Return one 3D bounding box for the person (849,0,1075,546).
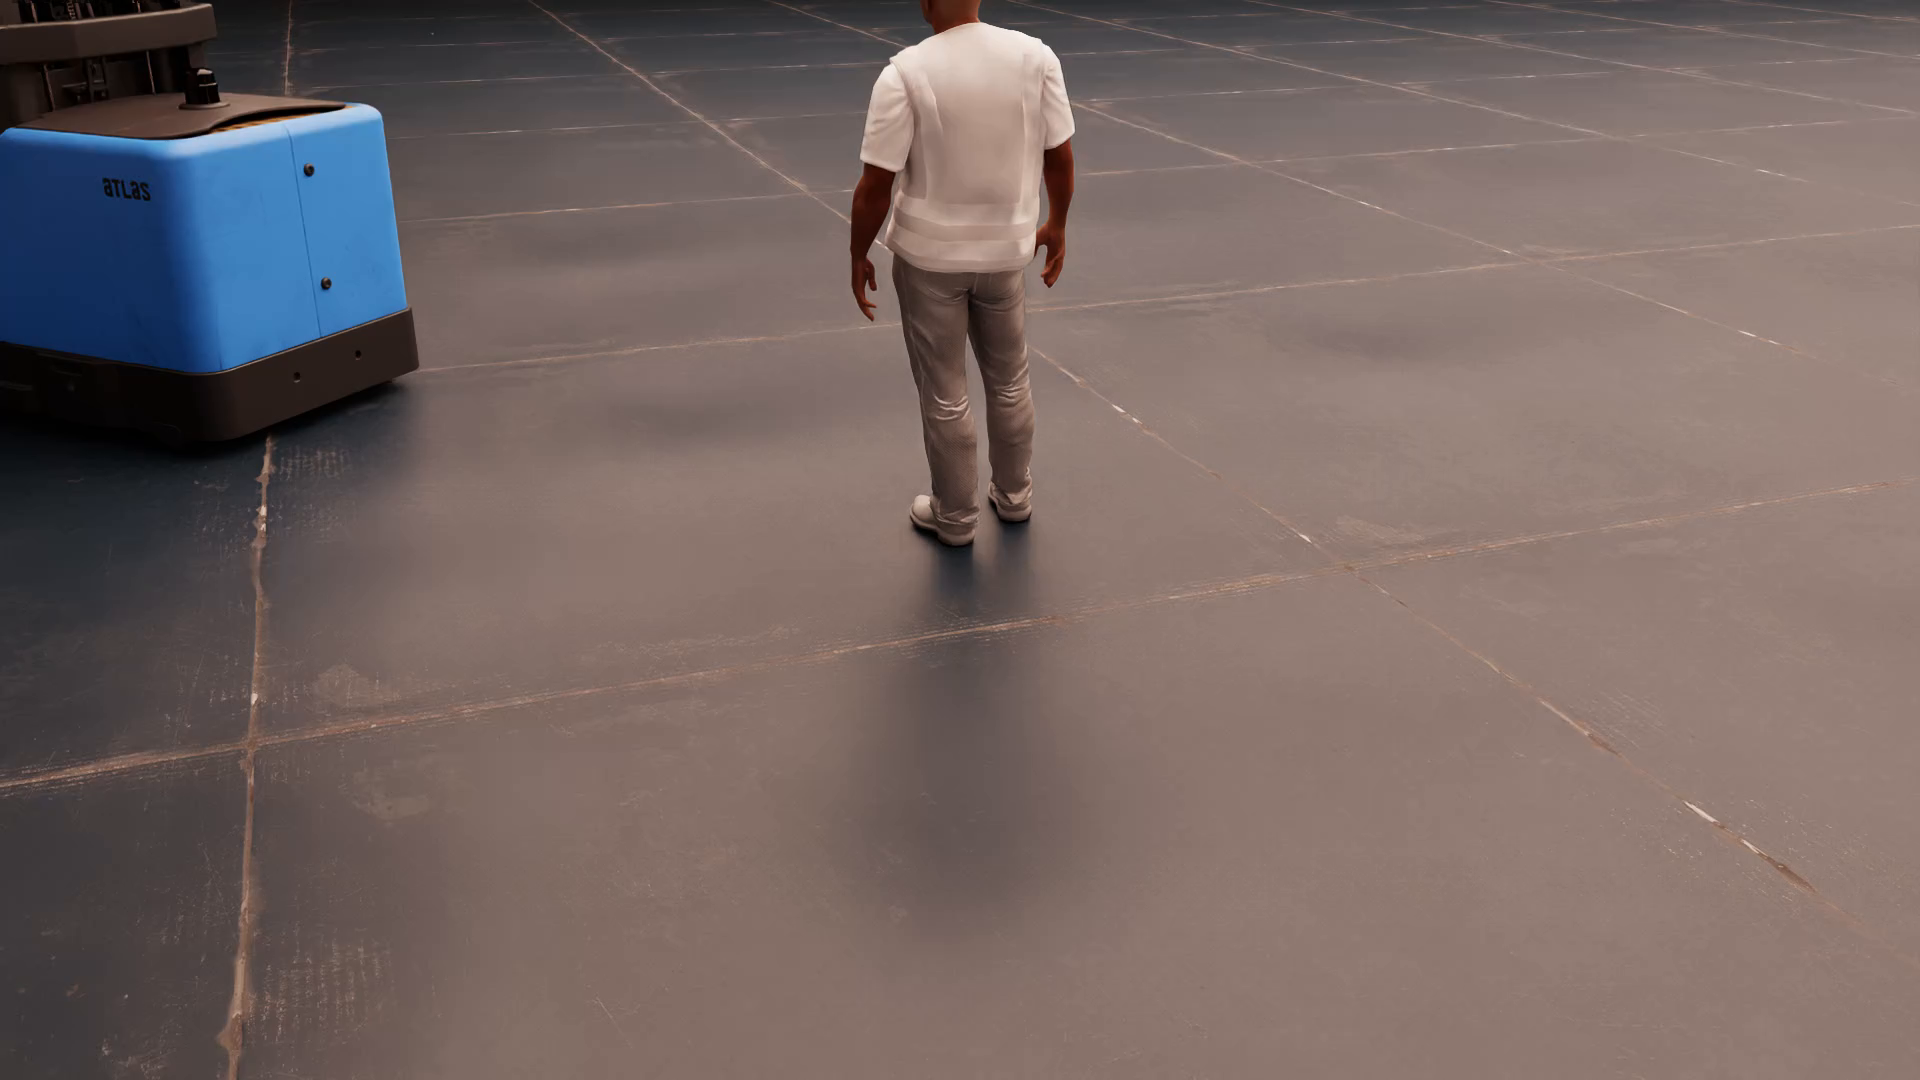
[{"bbox_3d":[-0.018,-0.847,4.796,0.665,1.766,0.576,-8,24,-18],"label":"person"}]

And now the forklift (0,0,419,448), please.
[{"bbox_3d":[-3.676,-2.037,6.142,3.031,2.935,1.130,10,25,23],"label":"forklift"}]
